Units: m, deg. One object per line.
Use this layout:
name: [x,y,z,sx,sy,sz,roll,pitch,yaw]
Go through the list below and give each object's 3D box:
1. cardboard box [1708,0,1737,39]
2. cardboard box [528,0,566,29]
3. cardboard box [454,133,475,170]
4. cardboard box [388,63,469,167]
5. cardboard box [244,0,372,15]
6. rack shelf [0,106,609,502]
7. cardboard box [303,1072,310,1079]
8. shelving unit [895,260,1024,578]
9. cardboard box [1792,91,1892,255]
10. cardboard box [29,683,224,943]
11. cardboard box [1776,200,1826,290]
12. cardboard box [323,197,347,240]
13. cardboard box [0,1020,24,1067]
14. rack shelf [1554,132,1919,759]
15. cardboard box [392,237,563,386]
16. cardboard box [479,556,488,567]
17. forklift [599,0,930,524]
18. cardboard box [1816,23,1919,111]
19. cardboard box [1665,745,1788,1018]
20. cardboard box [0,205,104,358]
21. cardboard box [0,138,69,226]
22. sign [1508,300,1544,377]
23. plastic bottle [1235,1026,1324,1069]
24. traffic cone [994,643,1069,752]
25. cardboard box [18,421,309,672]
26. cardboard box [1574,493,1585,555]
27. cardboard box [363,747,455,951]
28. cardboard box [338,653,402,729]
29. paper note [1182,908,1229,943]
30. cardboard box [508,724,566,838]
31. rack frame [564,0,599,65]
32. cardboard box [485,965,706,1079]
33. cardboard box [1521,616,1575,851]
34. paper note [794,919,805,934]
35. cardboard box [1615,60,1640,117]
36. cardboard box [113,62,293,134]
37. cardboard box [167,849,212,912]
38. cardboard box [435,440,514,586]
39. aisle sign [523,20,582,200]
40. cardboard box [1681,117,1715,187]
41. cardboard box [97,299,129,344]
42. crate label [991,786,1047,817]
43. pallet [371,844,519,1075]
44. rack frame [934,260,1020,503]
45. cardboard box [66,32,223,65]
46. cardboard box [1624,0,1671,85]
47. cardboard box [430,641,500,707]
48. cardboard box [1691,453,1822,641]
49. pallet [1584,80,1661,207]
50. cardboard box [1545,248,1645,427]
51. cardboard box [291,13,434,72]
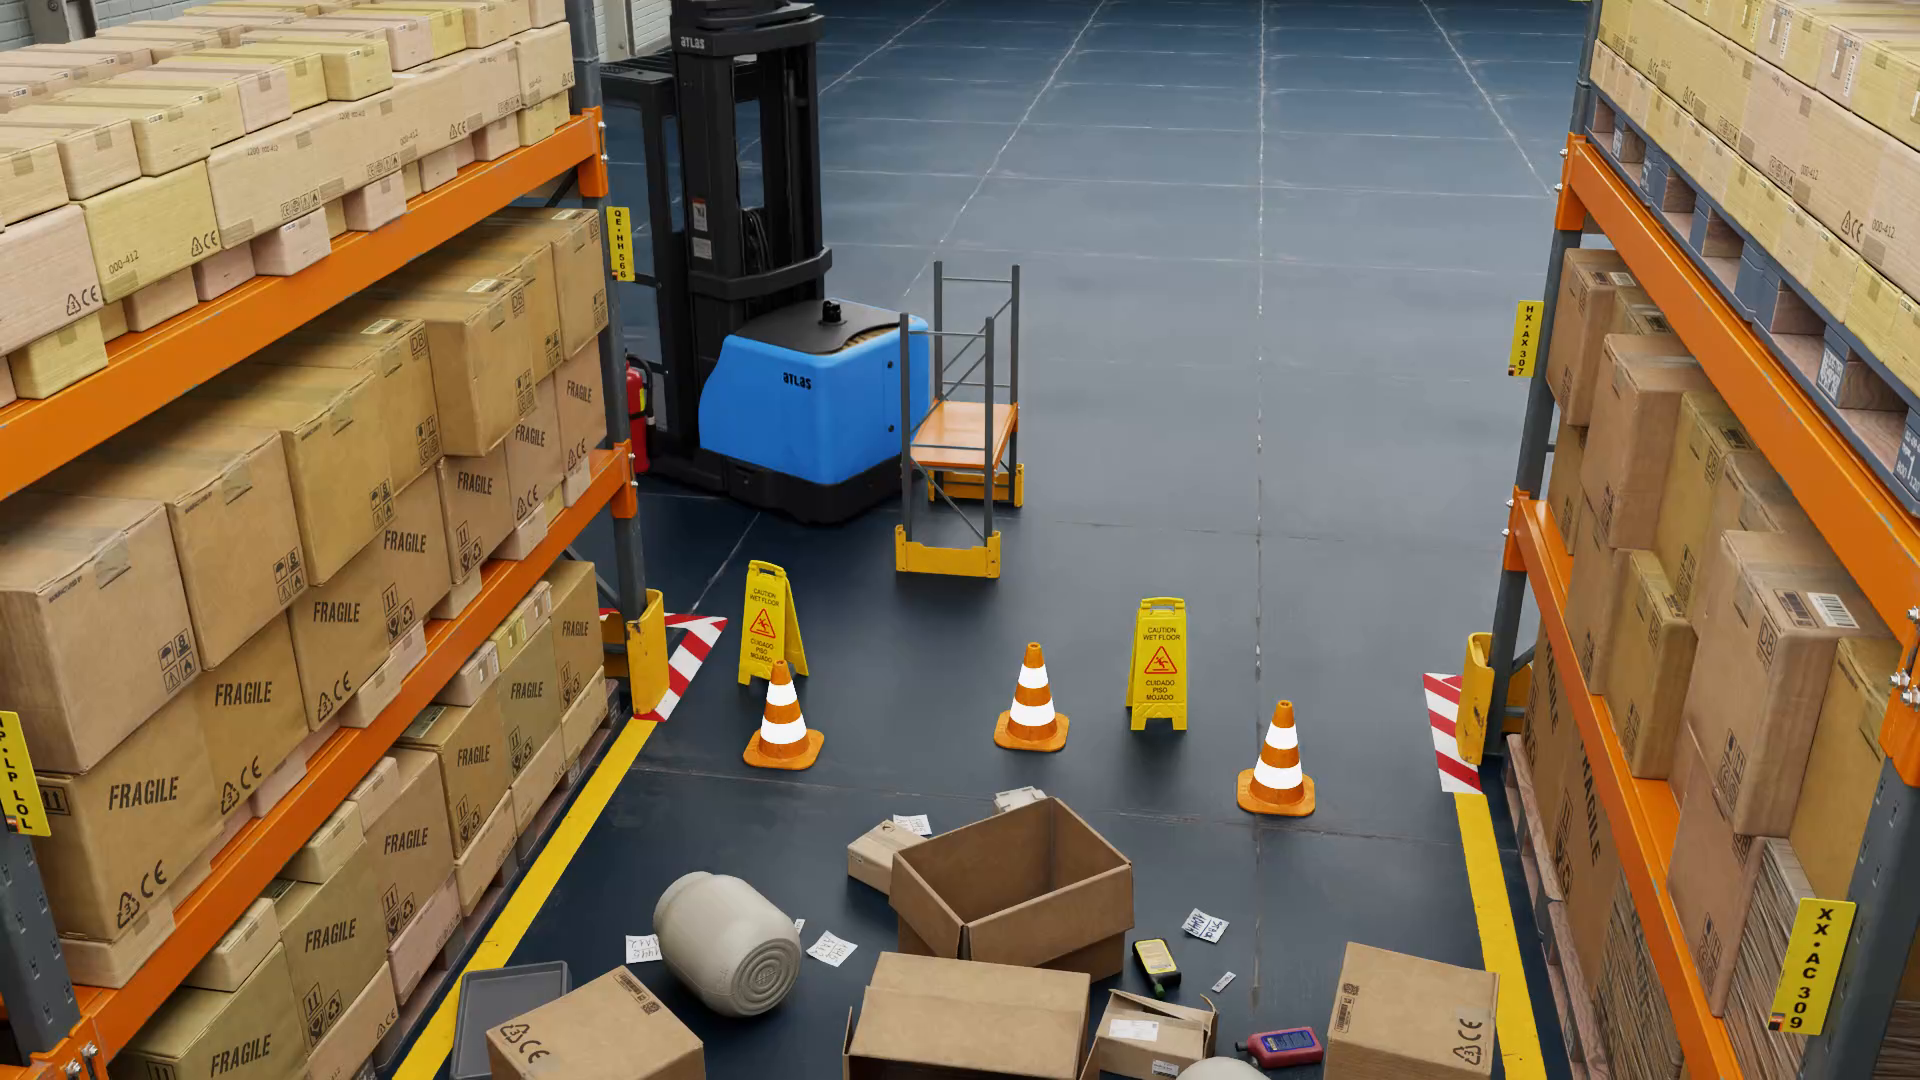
cardboard box: [2.265,-1.446,4.506,0.380,0.149,0.250,4,25,9]
cardboard box: [-1.780,-2.106,6.528,0.380,0.149,0.250,4,25,9]
cardboard box: [-1.990,-1.422,6.007,0.380,0.149,0.250,4,25,9]
cardboard box: [-1.997,-1.427,5.548,0.500,0.250,0.500,5,25,10]
cardboard box: [-2.402,-1.926,6.145,0.380,0.149,0.250,4,25,8]
rack shelf: [-2.342,-0.858,5.355,1.077,0.370,4.000,4,25,9]
cardboard box: [-2.306,1.838,5.033,0.500,0.250,0.500,3,25,6]
shelving unit: [0.012,-0.711,9.500,0.587,1.500,1.083,4,25,9]
cardboard box: [2.141,-0.784,3.561,0.500,0.250,0.500,4,25,8]
cardboard box: [-2.322,0.666,4.319,0.500,0.500,0.500,4,25,8]
cardboard box: [2.098,-0.663,3.774,0.380,0.149,0.250,4,25,9]
cardboard box: [-2.123,-0.993,5.091,0.380,0.149,0.250,4,25,9]
cardboard box: [-2.837,1.461,4.955,0.500,0.500,0.500,4,25,8]
rack shelf: [2.558,-0.557,4.713,1.077,0.370,4.000,4,25,9]
cardboard box: [-1.974,-0.855,6.389,0.700,0.500,0.500,4,25,9]
cardboard box: [-2.053,0.050,6.402,0.380,0.149,0.250,4,25,9]
forklift: [-1.658,-1.905,10.363,3.031,2.935,1.130,17,30,33]
cardboard box: [2.100,-1.020,3.595,0.380,0.149,0.250,4,25,9]
cardboard box: [2.347,0.857,4.204,0.875,0.550,0.550,4,25,9]
cardboard box: [-2.327,-0.579,3.737,0.500,0.250,0.500,3,25,7]
cardboard box: [-2.282,-0.815,3.770,0.380,0.149,0.250,5,26,10]
sign: [2.338,-0.830,6.870,0.100,0.325,0.005,4,25,9]
plastic bottle: [1.121,1.791,5.851,0.283,0.061,0.133,-5,25,-10]
traffic cone: [0.337,0.691,7.728,0.336,0.463,0.334,4,25,9]
cardboard box: [-2.278,-0.003,4.569,0.700,0.500,0.500,4,25,9]
cardboard box: [2.800,-0.039,6.118,0.875,0.550,0.550,4,25,9]
cardboard box: [-2.144,1.057,5.817,0.500,0.500,0.500,5,26,11]
cardboard box: [-2.083,0.481,5.480,0.380,0.149,0.250,4,25,9]
paper note: [0.960,1.505,6.500,0.144,0.017,0.142,13,28,26]
cardboard box: [-1.975,0.966,6.896,0.500,0.250,0.500,4,25,9]
rack frame: [-2.016,-3.379,6.354,1.000,3.000,0.127,4,25,9]
cardboard box: [-1.152,1.788,5.337,0.500,0.500,0.500,-20,32,-36]
cardboard box: [2.839,0.699,6.729,0.875,0.875,0.875,4,25,9]
paper note: [-0.636,1.520,6.492,0.032,0.001,0.123,4,25,9]
cardboard box: [2.430,-1.509,5.580,0.380,0.149,0.250,4,25,9]
cardboard box: [-2.137,-1.252,4.705,0.380,0.149,0.250,4,25,8]
cardboard box: [-2.311,0.906,4.572,0.380,0.149,0.250,5,26,10]
cardboard box: [-2.004,-0.178,6.122,0.500,0.500,0.500,4,25,8]
aisle sign: [-1.719,-1.845,7.087,0.394,0.787,0.004,4,25,9]
cardboard box: [2.265,-1.086,4.676,0.380,0.149,0.250,4,25,9]
cardboard box: [-2.347,-0.564,4.175,0.380,0.149,0.250,4,25,9]
crate label: [0.270,1.172,7.085,0.250,0.136,0.298,-9,27,-19]
pallet: [-2.397,1.479,6.341,1.003,0.211,1.213,4,25,9]
rack frame: [0.097,-0.928,9.962,0.500,1.500,0.032,4,25,9]
cardboard box: [-2.555,-1.499,5.231,0.380,0.149,0.250,5,25,10]
cardboard box: [2.471,-1.625,5.359,0.500,0.250,0.500,4,25,8]
cardboard box: [-1.972,0.486,6.271,0.380,0.149,0.250,5,26,11]
cardboard box: [2.524,0.149,4.444,0.875,0.550,0.550,4,25,9]
pallet: [2.773,-1.369,5.702,1.003,0.211,1.213,4,25,9]
cardboard box: [2.786,-0.766,6.397,0.875,0.550,0.550,4,25,9]
cardboard box: [-2.023,-1.688,5.636,0.380,0.149,0.250,4,25,9]
